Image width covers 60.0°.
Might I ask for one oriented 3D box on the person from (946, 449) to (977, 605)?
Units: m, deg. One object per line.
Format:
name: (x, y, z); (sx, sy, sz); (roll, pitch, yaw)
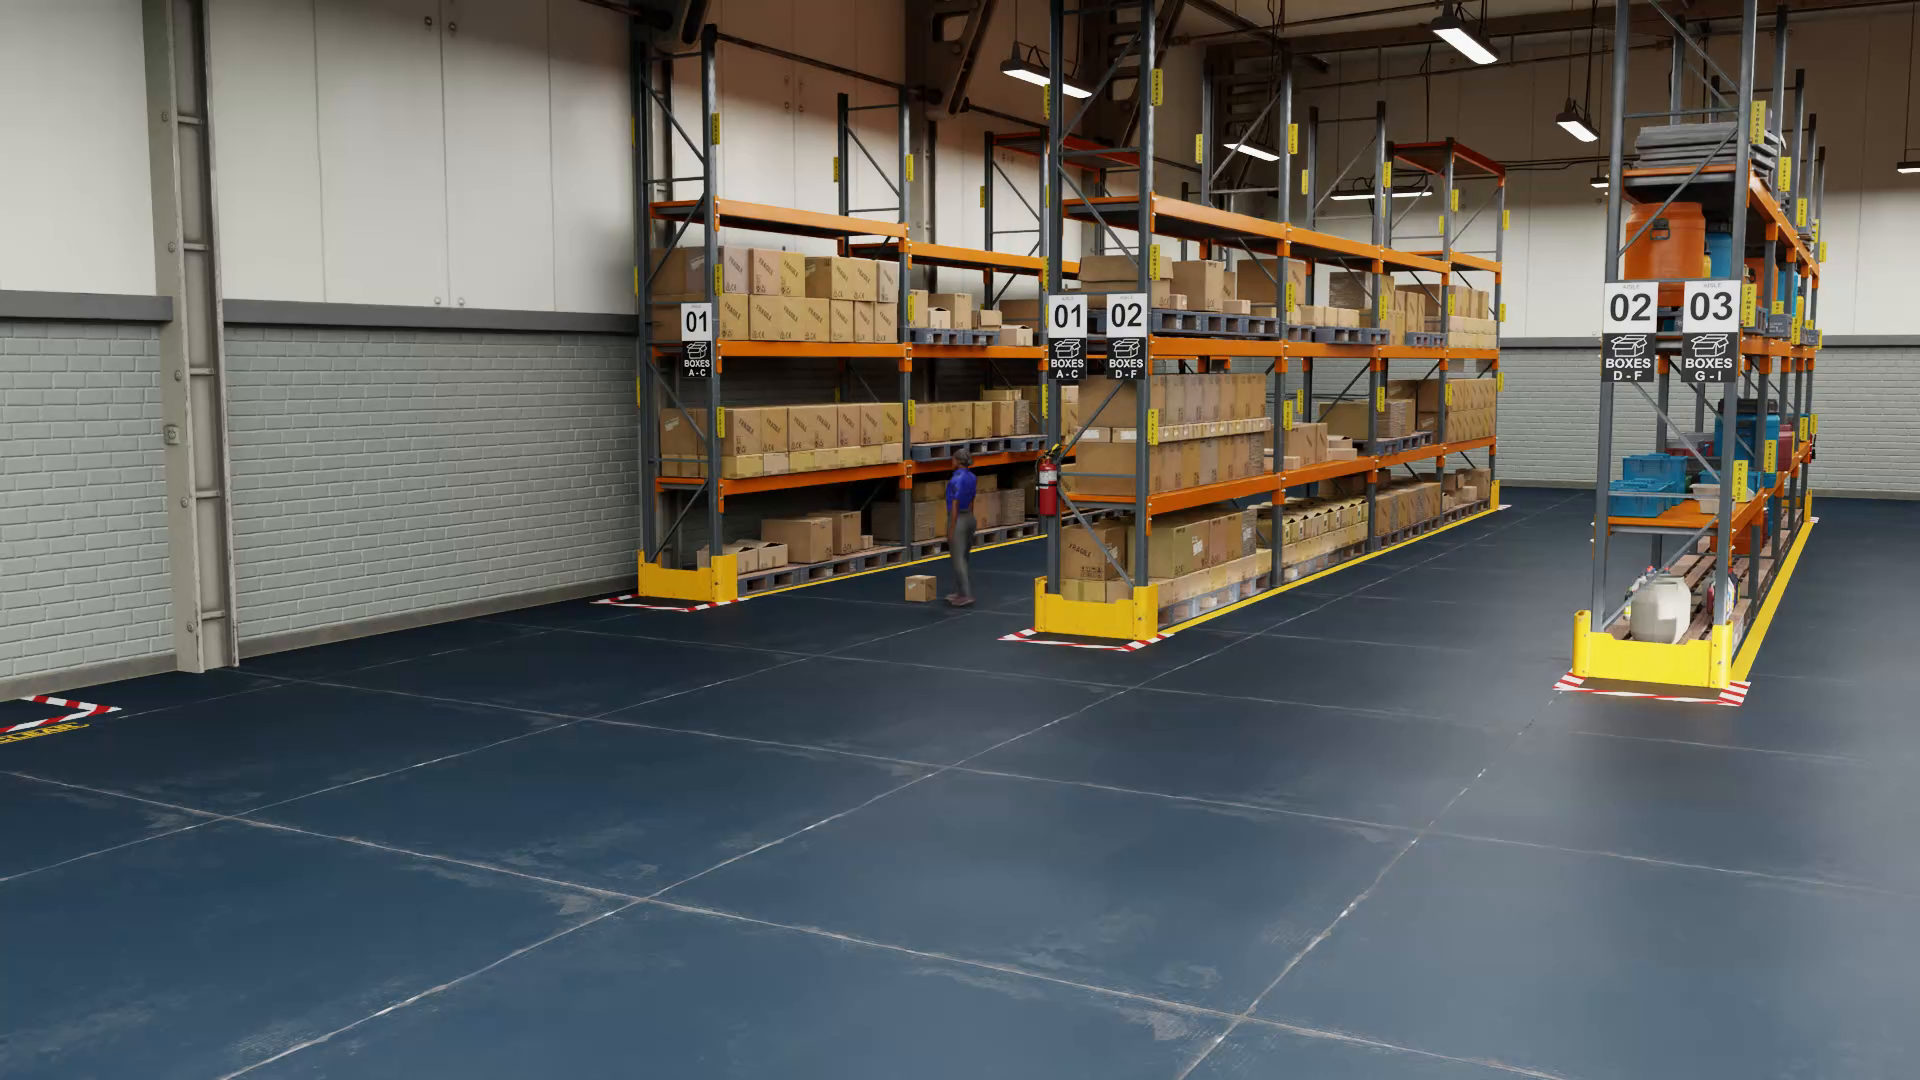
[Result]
person: (-0.005, -0.133, 17.784); (0.442, 1.691, 0.444); (3, 7, 29)
